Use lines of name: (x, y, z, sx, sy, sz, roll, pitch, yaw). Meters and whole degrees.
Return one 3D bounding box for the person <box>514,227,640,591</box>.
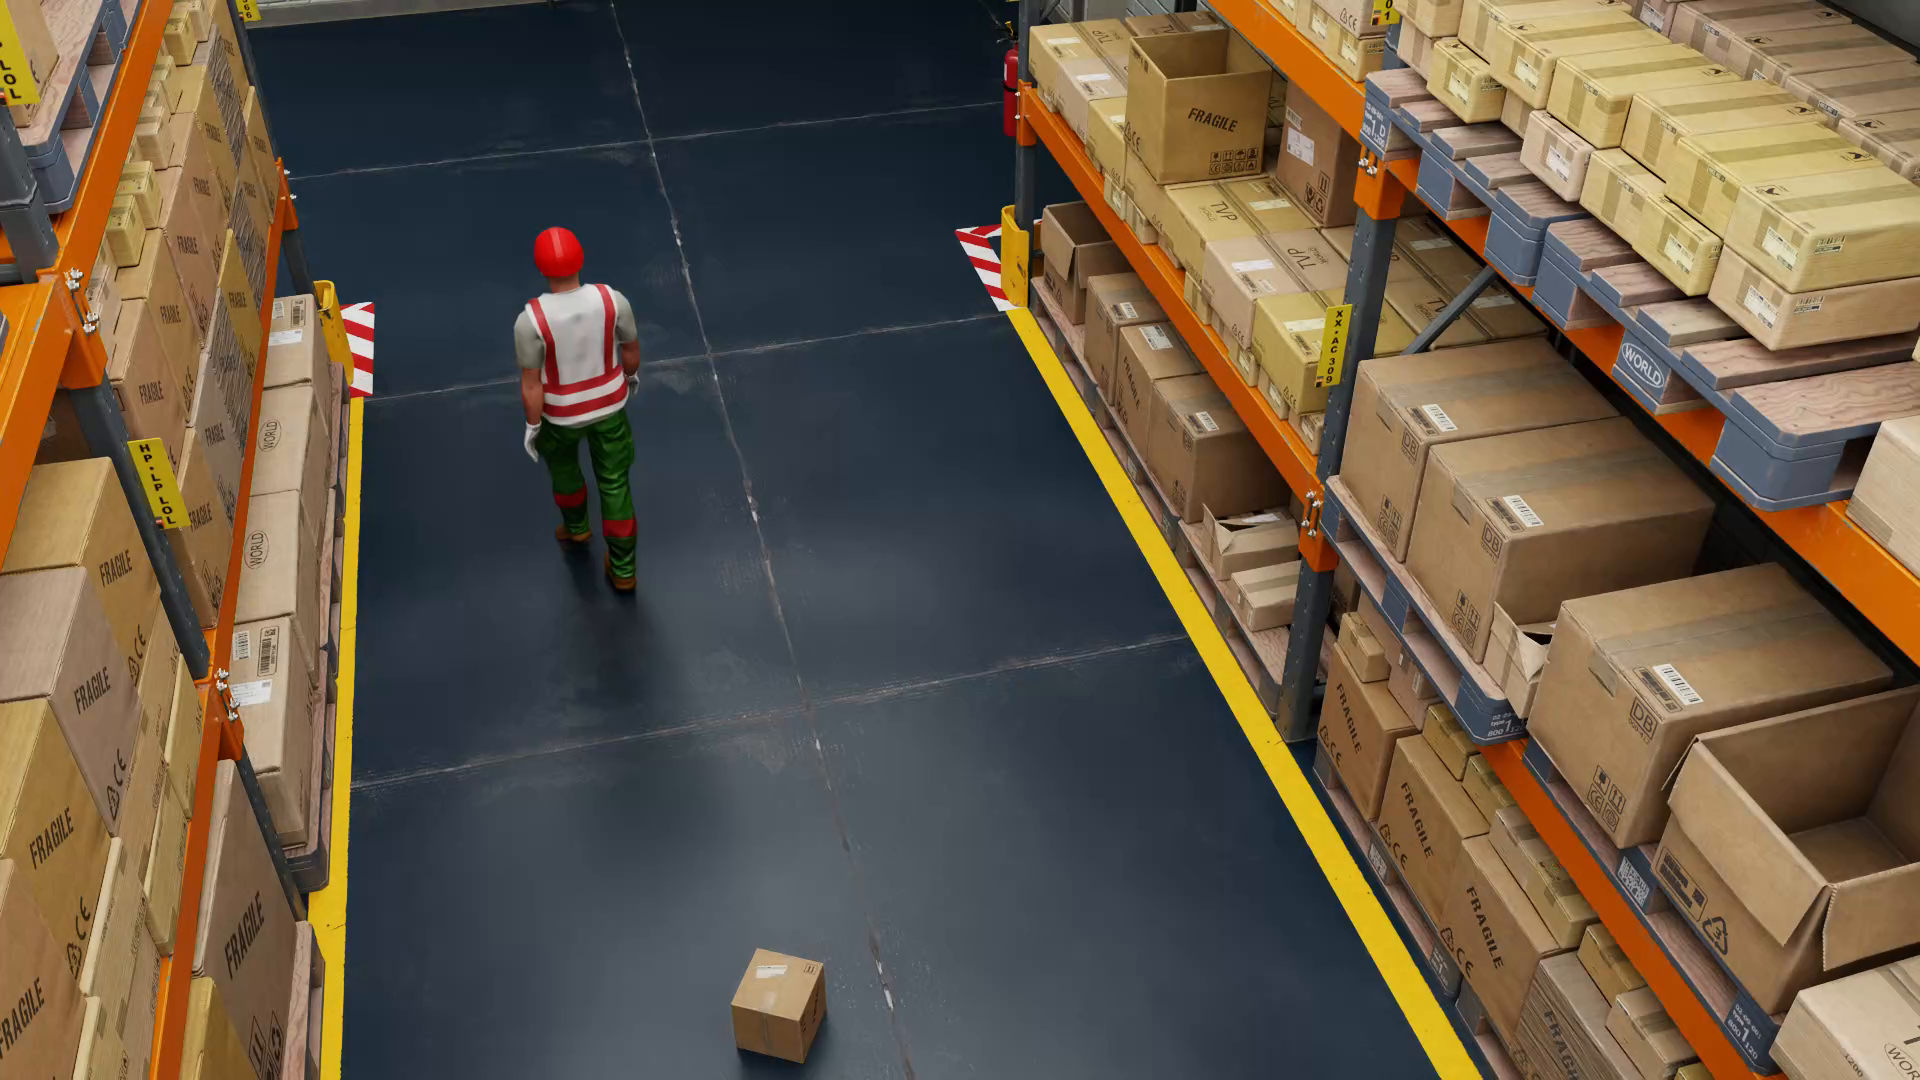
person: (-1.711, -0.615, 7.497, 0.591, 1.833, 0.704, -15, 40, -18)
